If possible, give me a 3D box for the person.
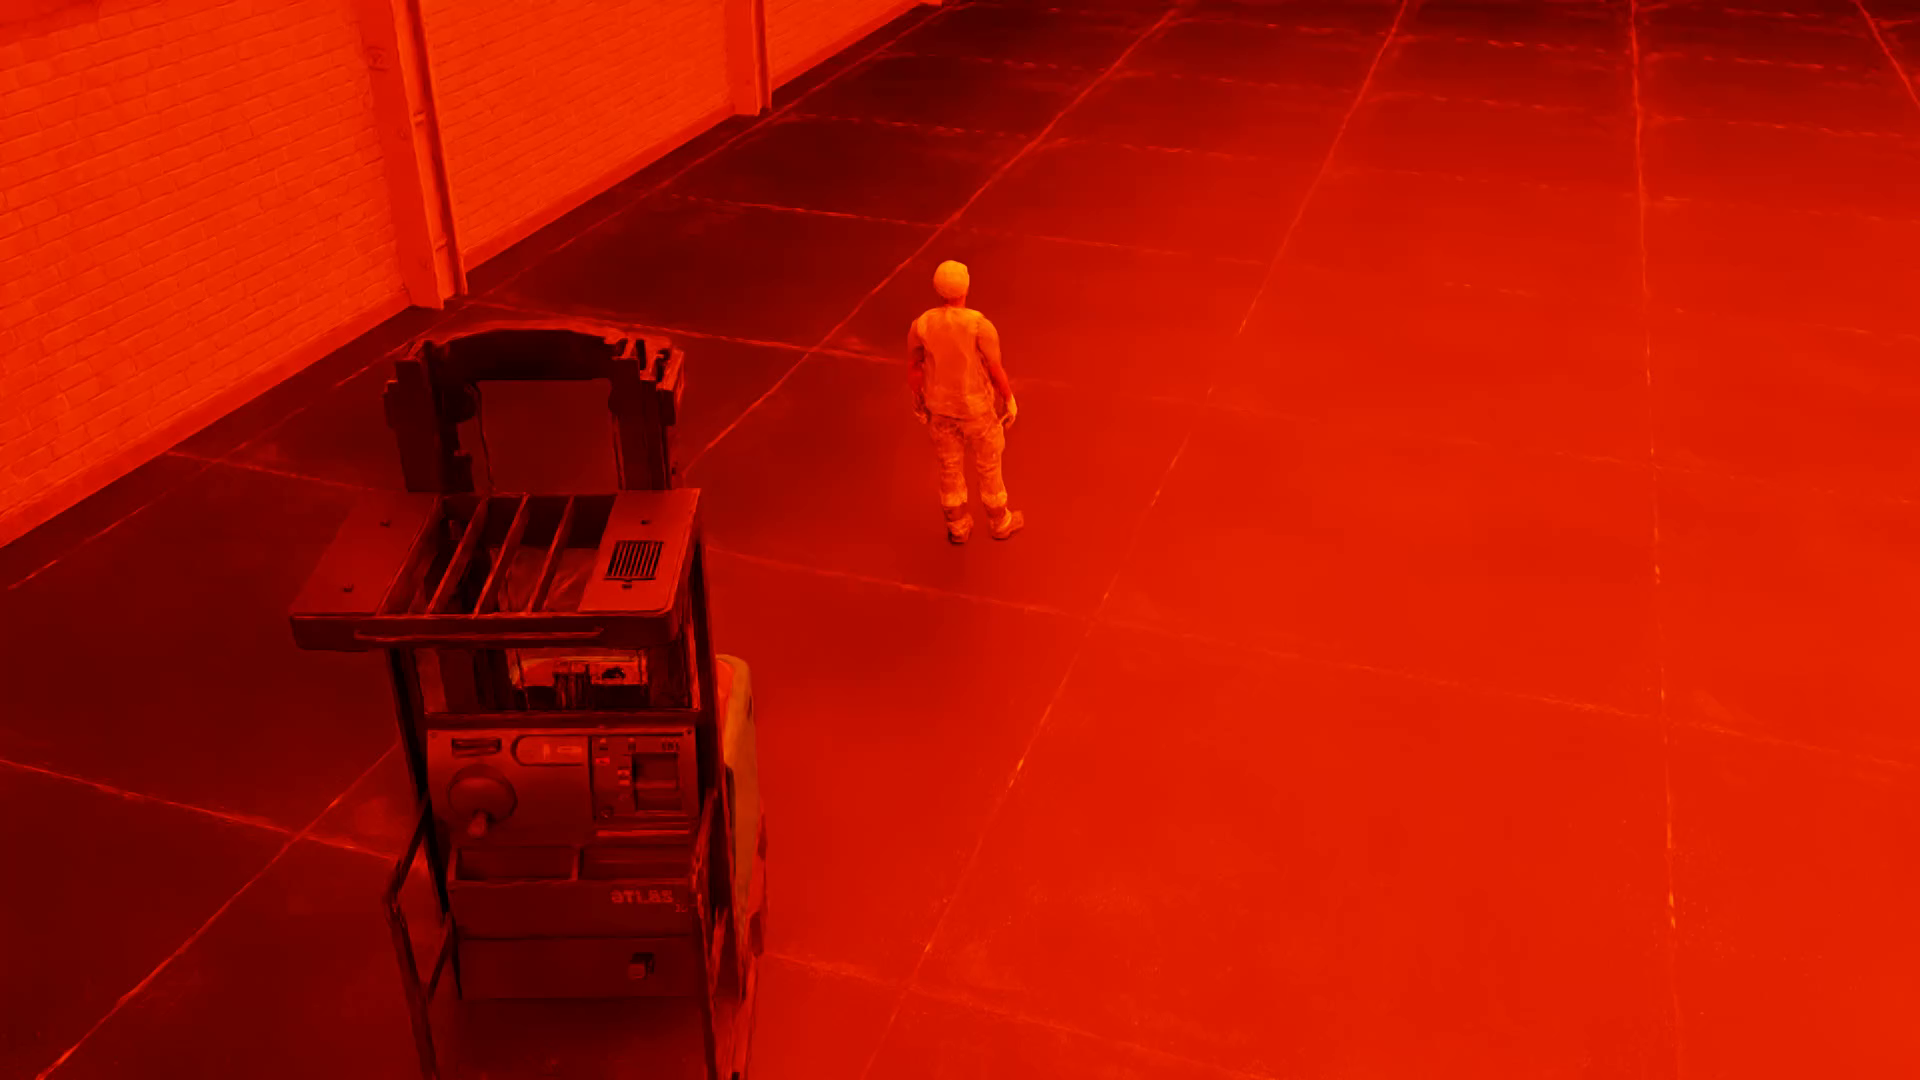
[{"bbox_3d":[0.036,-0.817,9.714,0.637,1.783,0.563,10,31,16],"label":"person"}]

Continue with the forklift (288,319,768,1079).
[{"bbox_3d":[-1.371,0.878,5.595,1.130,2.935,3.031,-1,30,-1],"label":"forklift"}]
